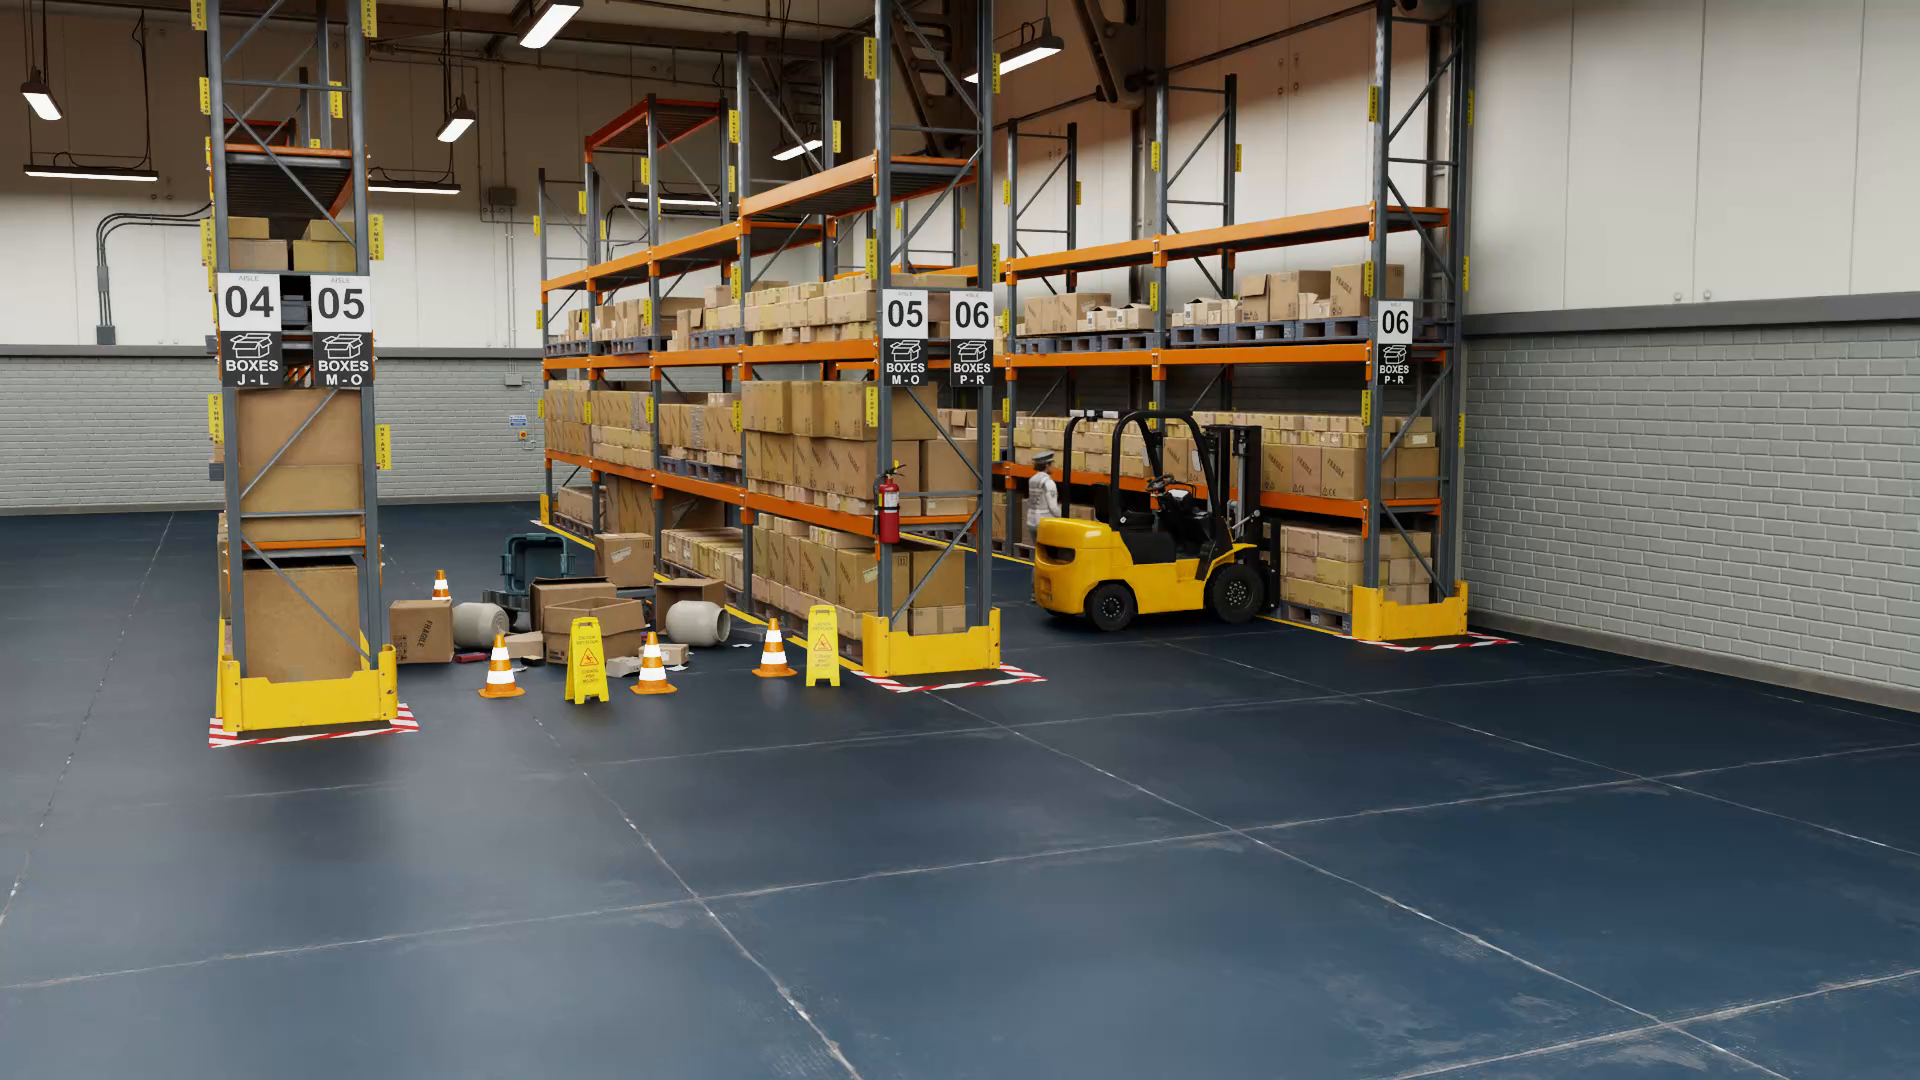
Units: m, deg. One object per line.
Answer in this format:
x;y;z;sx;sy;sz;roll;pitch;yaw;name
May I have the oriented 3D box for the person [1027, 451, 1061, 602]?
0.958;-0.141;18.342;0.411;1.684;0.500;-3;6;-25;person
